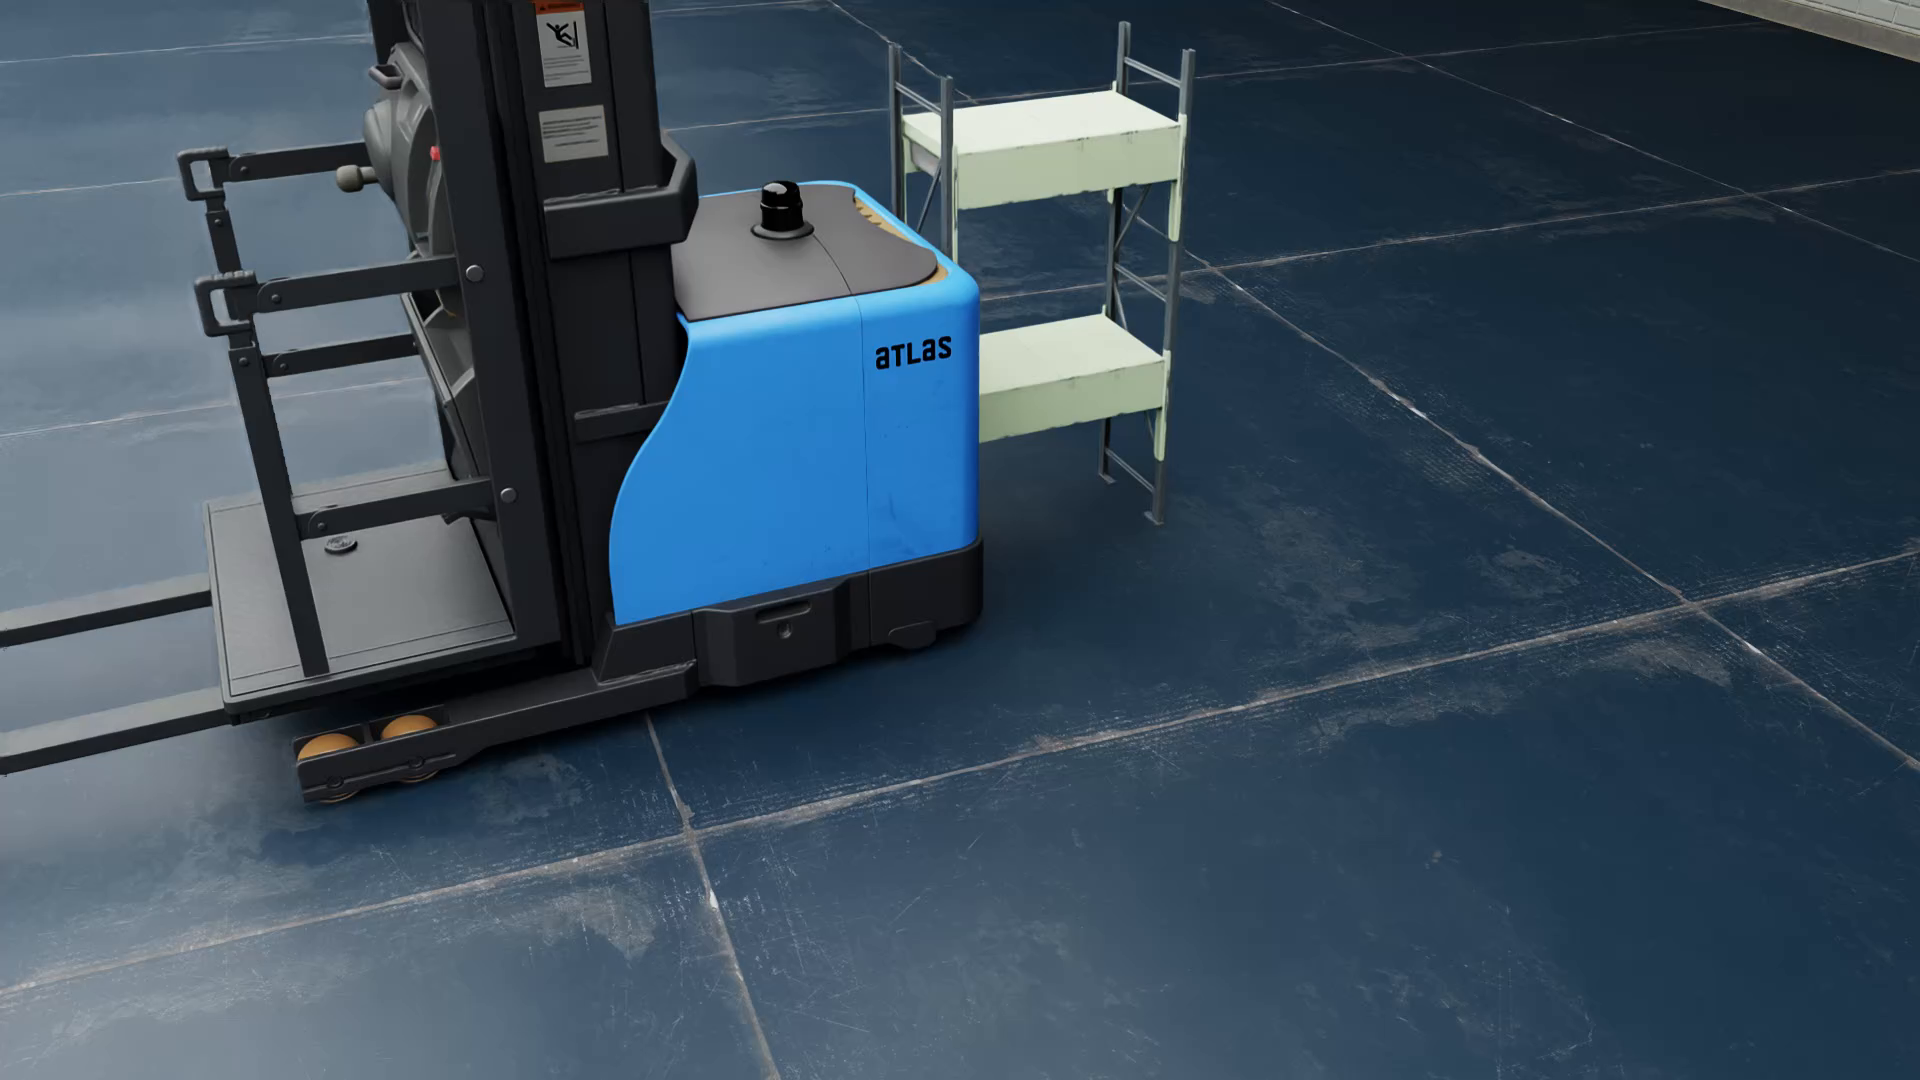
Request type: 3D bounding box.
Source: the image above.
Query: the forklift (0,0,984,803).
[{"bbox_3d":[-1.497,-0.923,3.909,3.031,2.935,1.130,-12,32,-21],"label":"forklift"}]

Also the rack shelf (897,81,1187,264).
[{"bbox_3d":[0.226,-1.052,4.794,0.720,0.370,0.431,-12,32,-21],"label":"rack shelf"}]

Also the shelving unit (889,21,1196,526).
[{"bbox_3d":[0.226,-0.713,4.987,0.755,1.500,0.431,-12,32,-21],"label":"shelving unit"}]

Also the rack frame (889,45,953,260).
[{"bbox_3d":[-0.108,-0.639,4.857,0.023,1.500,0.400,-12,32,-21],"label":"rack frame"}]

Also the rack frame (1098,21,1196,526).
[{"bbox_3d":[0.560,-0.787,5.117,0.023,1.500,0.400,-12,32,-21],"label":"rack frame"}]

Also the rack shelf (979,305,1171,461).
[{"bbox_3d":[0.226,-0.430,5.148,0.720,0.370,0.431,-12,32,-21],"label":"rack shelf"}]
